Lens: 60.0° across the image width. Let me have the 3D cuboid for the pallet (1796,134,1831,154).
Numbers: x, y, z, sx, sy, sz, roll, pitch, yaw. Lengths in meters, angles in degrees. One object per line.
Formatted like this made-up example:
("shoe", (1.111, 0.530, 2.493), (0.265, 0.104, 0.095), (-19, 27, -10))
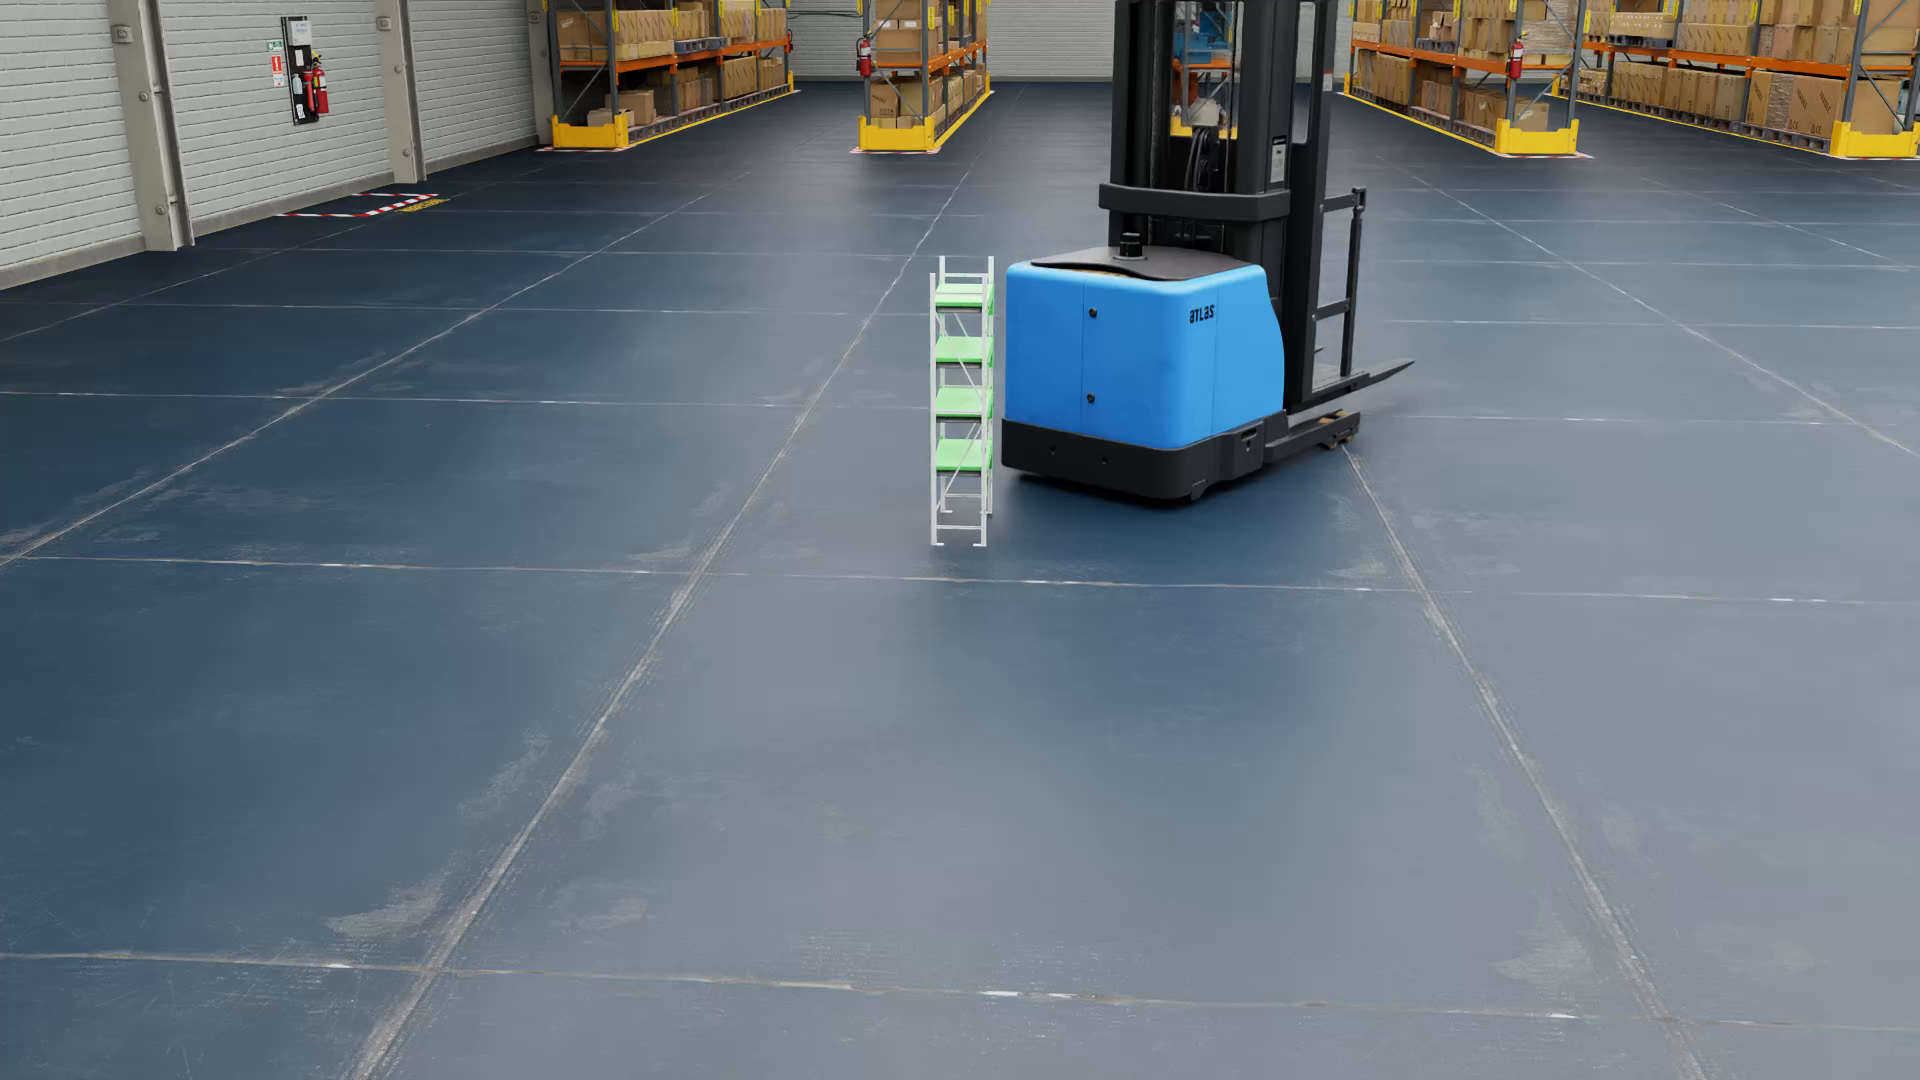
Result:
("pallet", (13.801, -6.181, 25.949), (1.003, 0.211, 1.213), (1, 18, 4))

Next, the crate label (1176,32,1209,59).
("crate label", (3.804, -8.104, 27.280), (0.502, 0.435, 0.616), (1, 18, 4))

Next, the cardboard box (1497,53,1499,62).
("cardboard box", (8.774, -7.683, 26.456), (0.380, 0.149, 0.250), (1, 18, 4))

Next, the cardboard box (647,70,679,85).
("cardboard box", (-5.589, -8.716, 31.309), (0.500, 0.250, 0.500), (1, 18, 3))

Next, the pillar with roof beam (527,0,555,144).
("pillar with roof beam", (-2.459, -10.722, 25.693), (9.100, 9.000, 0.400), (1, 18, 4))

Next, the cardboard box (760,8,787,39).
("cardboard box", (-4.820, -12.684, 40.832), (0.980, 0.700, 0.700), (2, 18, 6))

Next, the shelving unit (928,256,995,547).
("shelving unit", (0.012, -0.622, 7.393), (0.258, 1.200, 0.503), (1, 18, 4))

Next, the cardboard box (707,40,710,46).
("cardboard box", (-5.112, -10.202, 34.113), (0.380, 0.149, 0.250), (1, 18, 3))

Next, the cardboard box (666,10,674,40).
("cardboard box", (-5.379, -9.114, 29.423), (0.500, 0.500, 0.500), (1, 18, 4))

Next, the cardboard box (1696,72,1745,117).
("cardboard box", (14.136, -8.124, 30.337), (1.050, 0.750, 0.750), (1, 18, 4))

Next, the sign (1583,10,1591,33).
("sign", (9.423, -7.798, 25.014), (0.100, 0.325, 0.005), (1, 18, 4))

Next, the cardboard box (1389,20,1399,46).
("cardboard box", (9.388, -10.724, 35.174), (0.500, 0.500, 0.500), (1, 18, 3))

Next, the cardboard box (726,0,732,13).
("cardboard box", (-5.039, -11.072, 34.521), (0.500, 0.250, 0.500), (1, 18, 3))

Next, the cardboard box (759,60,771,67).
("cardboard box", (-4.680, -11.272, 39.303), (0.380, 0.149, 0.250), (1, 18, 2))

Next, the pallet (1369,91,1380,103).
("pallet", (9.875, -10.035, 37.709), (1.003, 0.211, 1.213), (1, 18, 4))

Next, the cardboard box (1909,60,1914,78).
("cardboard box", (19.472, -9.065, 33.007), (0.875, 0.875, 0.875), (1, 18, 3))

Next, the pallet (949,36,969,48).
("pallet", (-0.447, -10.226, 34.124), (1.213, 0.211, 1.003), (1, 18, 4))

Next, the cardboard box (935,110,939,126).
("cardboard box", (-0.629, -7.141, 28.141), (0.500, 0.250, 0.500), (1, 18, 4))

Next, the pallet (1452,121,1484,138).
("pallet", (9.156, -7.106, 28.772), (1.003, 0.211, 1.213), (1, 18, 4))

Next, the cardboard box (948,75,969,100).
("cardboard box", (-0.076, -9.425, 34.676), (0.500, 0.500, 0.500), (1, 18, 2))

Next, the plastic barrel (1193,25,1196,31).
("plastic barrel", (4.624, -9.592, 31.699), (0.421, 0.512, 0.421), (0, 18, 0))

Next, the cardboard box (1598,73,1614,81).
("cardboard box", (14.427, -10.308, 37.012), (0.380, 0.149, 0.250), (2, 18, 5))

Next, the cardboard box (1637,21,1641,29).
("cardboard box", (14.067, -10.527, 33.984), (0.380, 0.149, 0.250), (2, 18, 5))

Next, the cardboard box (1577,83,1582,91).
("cardboard box", (14.508, -10.521, 38.618), (0.380, 0.149, 0.250), (0, 18, 1))

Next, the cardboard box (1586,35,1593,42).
("cardboard box", (14.509, -11.445, 37.938), (0.380, 0.149, 0.250), (2, 18, 5))

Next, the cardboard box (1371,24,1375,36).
("cardboard box", (9.547, -11.499, 37.464), (0.500, 0.250, 0.500), (2, 18, 6))

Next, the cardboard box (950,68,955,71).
("cardboard box", (-0.381, -10.552, 38.118), (0.500, 0.500, 0.500), (1, 18, 4))

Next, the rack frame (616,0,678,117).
("rack frame", (-5.653, -8.973, 29.989), (1.000, 3.000, 0.127), (1, 18, 4))

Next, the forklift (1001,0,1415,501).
("forklift", (1.528, -1.968, 8.722), (1.130, 2.935, 3.031), (14, 23, 37))

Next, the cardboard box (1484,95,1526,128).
("cardboard box", (9.100, -7.157, 27.787), (0.500, 0.500, 0.500), (0, 18, -1))

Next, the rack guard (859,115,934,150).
("rack guard", (-1.001, -6.426, 26.230), (1.175, 0.500, 0.348), (1, 18, 4))

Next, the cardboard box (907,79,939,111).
("cardboard box", (-0.628, -7.498, 28.024), (0.500, 0.500, 0.500), (1, 18, 4))

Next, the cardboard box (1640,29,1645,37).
("cardboard box", (14.049, -10.303, 33.777), (0.380, 0.149, 0.250), (0, 18, 1))

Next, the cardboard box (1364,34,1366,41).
("cardboard box", (9.548, -11.586, 38.369), (0.380, 0.149, 0.250), (2, 18, 5))

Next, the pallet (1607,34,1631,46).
("pallet", (14.482, -10.658, 35.441), (1.003, 0.211, 1.213), (1, 18, 4))

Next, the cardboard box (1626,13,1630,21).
("cardboard box", (14.122, -10.911, 34.678), (0.380, 0.149, 0.250), (1, 18, 3))

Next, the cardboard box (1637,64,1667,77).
("cardboard box", (14.260, -9.642, 34.168), (0.500, 0.250, 0.500), (2, 18, 5))

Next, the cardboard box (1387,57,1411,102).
("cardboard box", (9.597, -9.564, 34.531), (1.225, 0.875, 0.875), (1, 18, 4))

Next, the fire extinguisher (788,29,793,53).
("fire extinguisher", (-4.322, -12.522, 41.545), (0.296, 0.674, 0.183), (1, 18, 4))

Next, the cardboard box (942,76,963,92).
("cardboard box", (-0.217, -9.097, 33.209), (0.500, 0.311, 0.500), (2, 18, 5))

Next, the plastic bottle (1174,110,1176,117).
("plastic bottle", (3.691, -7.125, 28.018), (0.152, 0.276, 0.135), (1, 18, 2))

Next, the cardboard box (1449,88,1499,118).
("cardboard box", (9.234, -7.852, 29.878), (0.700, 0.500, 0.500), (0, 18, 0))

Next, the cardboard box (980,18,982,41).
("cardboard box", (0.241, -11.862, 38.646), (0.500, 0.500, 0.500), (1, 18, 4))

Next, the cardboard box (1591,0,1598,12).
("cardboard box", (14.528, -12.119, 37.347), (0.500, 0.500, 0.500), (2, 18, 5))

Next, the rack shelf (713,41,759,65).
("rack shelf", (-5.223, -10.494, 35.788), (1.077, 0.370, 4.000), (1, 18, 4))

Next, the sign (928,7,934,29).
("sign", (-0.446, -8.056, 25.673), (0.100, 0.325, 0.005), (1, 18, 4))

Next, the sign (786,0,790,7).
("sign", (-4.253, -13.346, 41.096), (0.100, 0.325, 0.005), (1, 18, 4))

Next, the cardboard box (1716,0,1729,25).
("cardboard box", (14.247, -9.649, 30.288), (0.700, 0.500, 0.500), (1, 18, 3))

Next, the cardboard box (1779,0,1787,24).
("cardboard box", (14.124, -8.796, 27.475), (0.875, 0.550, 0.550), (1, 18, 4))

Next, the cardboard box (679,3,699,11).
("cardboard box", (-5.370, -10.572, 32.960), (0.380, 0.149, 0.250), (-2, 18, -5))

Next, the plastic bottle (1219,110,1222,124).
("plastic bottle", (4.414, -7.115, 27.996), (0.097, 0.271, 0.097), (0, 18, 0))

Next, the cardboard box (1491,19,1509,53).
("cardboard box", (8.865, -7.916, 26.125), (0.875, 0.500, 0.500), (1, 18, 4))
